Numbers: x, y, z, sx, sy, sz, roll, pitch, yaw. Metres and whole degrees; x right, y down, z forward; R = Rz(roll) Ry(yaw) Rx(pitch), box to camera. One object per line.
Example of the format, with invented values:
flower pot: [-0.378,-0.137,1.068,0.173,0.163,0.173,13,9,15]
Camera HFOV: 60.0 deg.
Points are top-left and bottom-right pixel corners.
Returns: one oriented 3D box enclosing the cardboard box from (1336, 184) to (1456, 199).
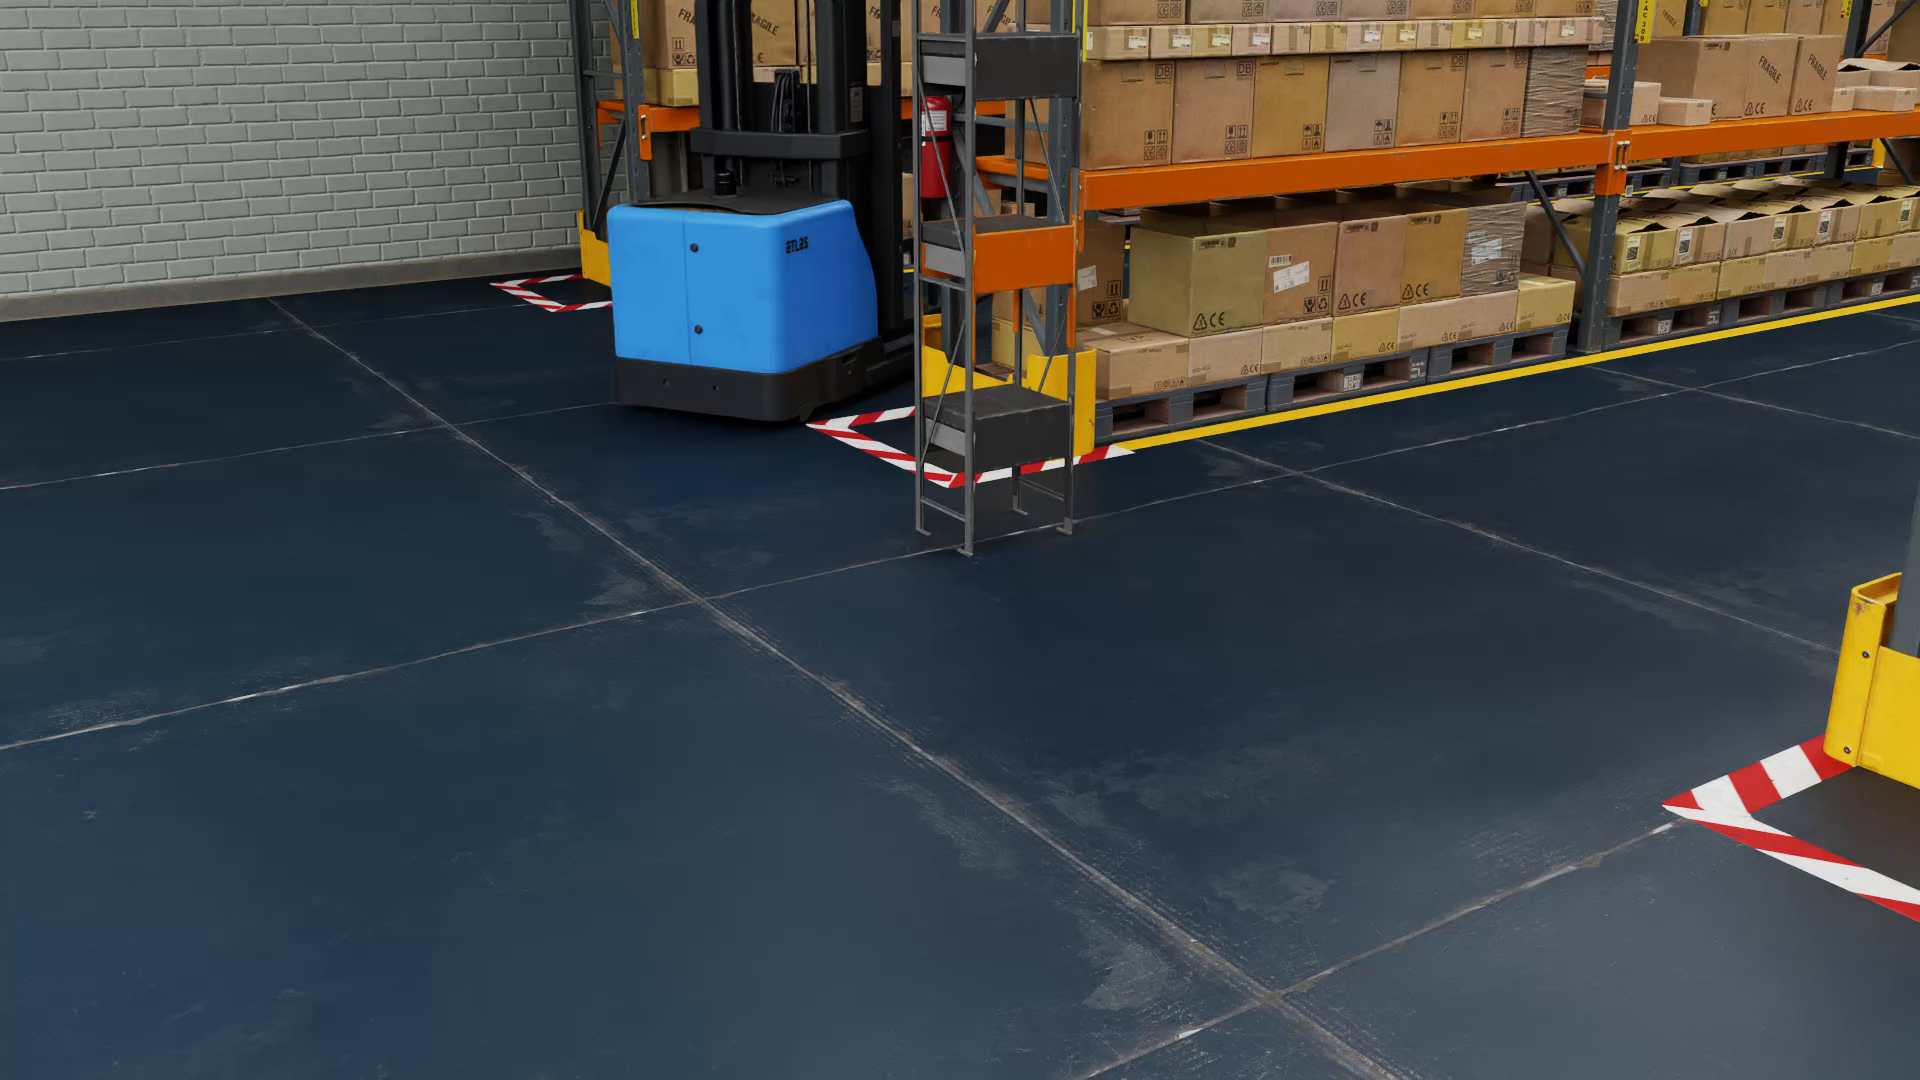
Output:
cardboard box: [2.593,-1.841,9.974,0.500,0.500,0.500,-12,22,-31]

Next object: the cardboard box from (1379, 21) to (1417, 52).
cardboard box: [2.175,-2.656,8.750,0.250,0.149,0.380,-11,22,-30]

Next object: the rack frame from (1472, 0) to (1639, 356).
rack frame: [3.566,-2.678,9.982,0.127,3.000,1.000,-12,22,-31]

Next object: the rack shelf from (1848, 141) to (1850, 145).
rack shelf: [8.577,-3.394,13.223,4.000,0.370,1.077,-12,22,-31]

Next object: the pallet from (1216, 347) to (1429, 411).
pallet: [1.859,-1.012,9.408,1.213,0.211,1.003,-12,22,-31]

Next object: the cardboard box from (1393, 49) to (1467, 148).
cardboard box: [2.341,-2.463,9.191,0.500,0.500,0.700,-12,22,-31]

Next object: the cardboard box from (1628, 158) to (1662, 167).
cardboard box: [7.049,-4.443,17.903,0.750,0.750,0.750,-12,22,-31]

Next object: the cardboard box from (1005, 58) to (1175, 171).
cardboard box: [0.622,-2.099,8.115,0.500,0.500,0.700,-12,22,-31]

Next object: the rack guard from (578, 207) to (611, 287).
rack guard: [-2.439,-2.127,12.255,0.348,0.500,1.175,-12,22,-31]

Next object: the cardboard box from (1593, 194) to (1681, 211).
cardboard box: [4.596,-2.168,11.237,0.500,0.311,0.500,-12,22,-32]

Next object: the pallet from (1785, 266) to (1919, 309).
pallet: [6.198,-1.927,12.114,1.213,0.211,1.003,-12,22,-31]

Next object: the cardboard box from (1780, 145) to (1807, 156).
cardboard box: [9.494,-4.804,19.517,0.500,0.500,0.700,-13,22,-33]

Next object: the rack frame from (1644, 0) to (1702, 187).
rack frame: [7.520,-5.411,18.067,0.127,3.000,1.000,-12,22,-31]

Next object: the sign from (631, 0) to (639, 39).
sign: [-2.204,-3.563,11.247,0.005,0.325,0.100,-12,22,-31]

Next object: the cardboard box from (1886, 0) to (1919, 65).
cardboard box: [7.371,-3.770,12.400,0.700,0.500,0.500,14,23,35]

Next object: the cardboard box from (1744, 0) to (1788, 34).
cardboard box: [8.595,-5.772,18.665,0.700,0.700,0.980,-13,22,-33]

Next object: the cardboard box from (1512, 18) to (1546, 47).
cardboard box: [3.032,-2.837,9.285,0.250,0.149,0.380,-13,22,-33]

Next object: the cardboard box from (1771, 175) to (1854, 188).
cardboard box: [6.308,-2.531,12.309,0.500,0.311,0.500,-11,22,-30]

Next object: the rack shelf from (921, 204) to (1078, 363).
rack shelf: [0.138,-1.011,6.499,0.480,0.518,0.431,-12,22,-31]

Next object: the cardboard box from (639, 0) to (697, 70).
cardboard box: [-1.938,-3.595,11.727,0.500,0.500,0.500,-12,22,-31]

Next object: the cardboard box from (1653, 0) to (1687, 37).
cardboard box: [7.273,-5.460,17.561,0.500,0.500,0.500,-12,22,-32]

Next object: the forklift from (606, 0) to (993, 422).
forklift: [-0.717,-2.408,9.290,1.130,2.935,3.031,9,20,24]

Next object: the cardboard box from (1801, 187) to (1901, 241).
cardboard box: [6.174,-2.293,11.606,0.500,0.311,0.500,-12,22,-32]

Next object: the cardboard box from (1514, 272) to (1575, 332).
cardboard box: [3.299,-1.434,9.940,0.500,0.250,0.500,-12,22,-31]

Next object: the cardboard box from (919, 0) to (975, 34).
cardboard box: [-0.226,-3.955,12.791,0.500,0.500,0.500,-13,22,-33]

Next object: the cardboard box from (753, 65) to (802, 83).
cardboard box: [-1.494,-3.332,12.121,0.500,0.250,0.500,-13,22,-33]

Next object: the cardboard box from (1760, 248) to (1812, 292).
cardboard box: [5.323,-1.850,11.171,0.500,0.250,0.500,-11,22,-30]

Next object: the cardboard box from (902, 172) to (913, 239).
cardboard box: [-0.758,-2.636,13.074,0.500,0.500,0.700,-14,23,-35]

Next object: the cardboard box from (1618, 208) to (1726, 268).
cardboard box: [4.469,-1.933,10.540,0.500,0.311,0.500,-12,22,-32]

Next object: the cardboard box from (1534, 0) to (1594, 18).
cardboard box: [3.199,-3.260,9.522,0.500,0.500,0.700,-12,22,-31]

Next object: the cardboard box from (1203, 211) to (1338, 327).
cardboard box: [1.623,-1.440,8.787,0.500,0.500,0.500,-12,22,-31]

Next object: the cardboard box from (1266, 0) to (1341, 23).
cardboard box: [1.523,-2.906,8.476,0.500,0.500,0.700,-12,22,-31]

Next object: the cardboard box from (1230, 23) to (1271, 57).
cardboard box: [1.312,-2.474,8.210,0.250,0.149,0.380,-12,22,-32]

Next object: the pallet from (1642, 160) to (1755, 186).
pallet: [8.198,-4.203,18.848,1.213,0.211,1.003,-12,22,-31]

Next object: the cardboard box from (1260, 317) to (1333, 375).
cardboard box: [1.629,-1.082,8.898,0.500,0.250,0.500,-12,22,-31]

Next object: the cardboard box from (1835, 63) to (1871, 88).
cardboard box: [6.053,-3.234,11.767,0.500,0.311,0.500,-12,22,-32]

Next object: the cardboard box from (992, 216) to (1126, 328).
cardboard box: [0.510,-1.399,8.666,0.500,0.500,0.500,-12,22,-31]

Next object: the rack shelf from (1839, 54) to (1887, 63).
rack shelf: [9.190,-5.423,19.225,4.000,0.370,1.077,-12,22,-31]

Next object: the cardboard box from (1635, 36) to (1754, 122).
cardboard box: [4.657,-2.949,10.628,0.500,0.500,0.500,-10,21,-28]

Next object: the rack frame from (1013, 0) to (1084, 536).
rack frame: [0.342,-1.067,6.622,0.015,2.100,0.400,-12,22,-31]

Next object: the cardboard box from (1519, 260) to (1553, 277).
cardboard box: [3.753,-1.725,10.800,0.500,0.250,0.500,-12,22,-32]

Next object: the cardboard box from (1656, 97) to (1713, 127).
cardboard box: [4.419,-2.660,10.322,0.250,0.149,0.380,-12,22,-31]

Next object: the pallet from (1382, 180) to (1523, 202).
pallet: [4.879,-3.504,16.781,1.213,0.211,1.003,-12,22,-31]

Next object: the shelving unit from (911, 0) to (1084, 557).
shelving unit: [0.138,-1.024,6.495,0.503,2.100,0.431,-12,22,-31]

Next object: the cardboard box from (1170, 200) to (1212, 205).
cardboard box: [1.848,-3.265,14.935,0.500,0.500,0.700,-12,22,-32]

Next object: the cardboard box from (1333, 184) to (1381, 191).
cardboard box: [3.607,-3.590,15.897,0.500,0.500,0.700,-12,22,-31]
